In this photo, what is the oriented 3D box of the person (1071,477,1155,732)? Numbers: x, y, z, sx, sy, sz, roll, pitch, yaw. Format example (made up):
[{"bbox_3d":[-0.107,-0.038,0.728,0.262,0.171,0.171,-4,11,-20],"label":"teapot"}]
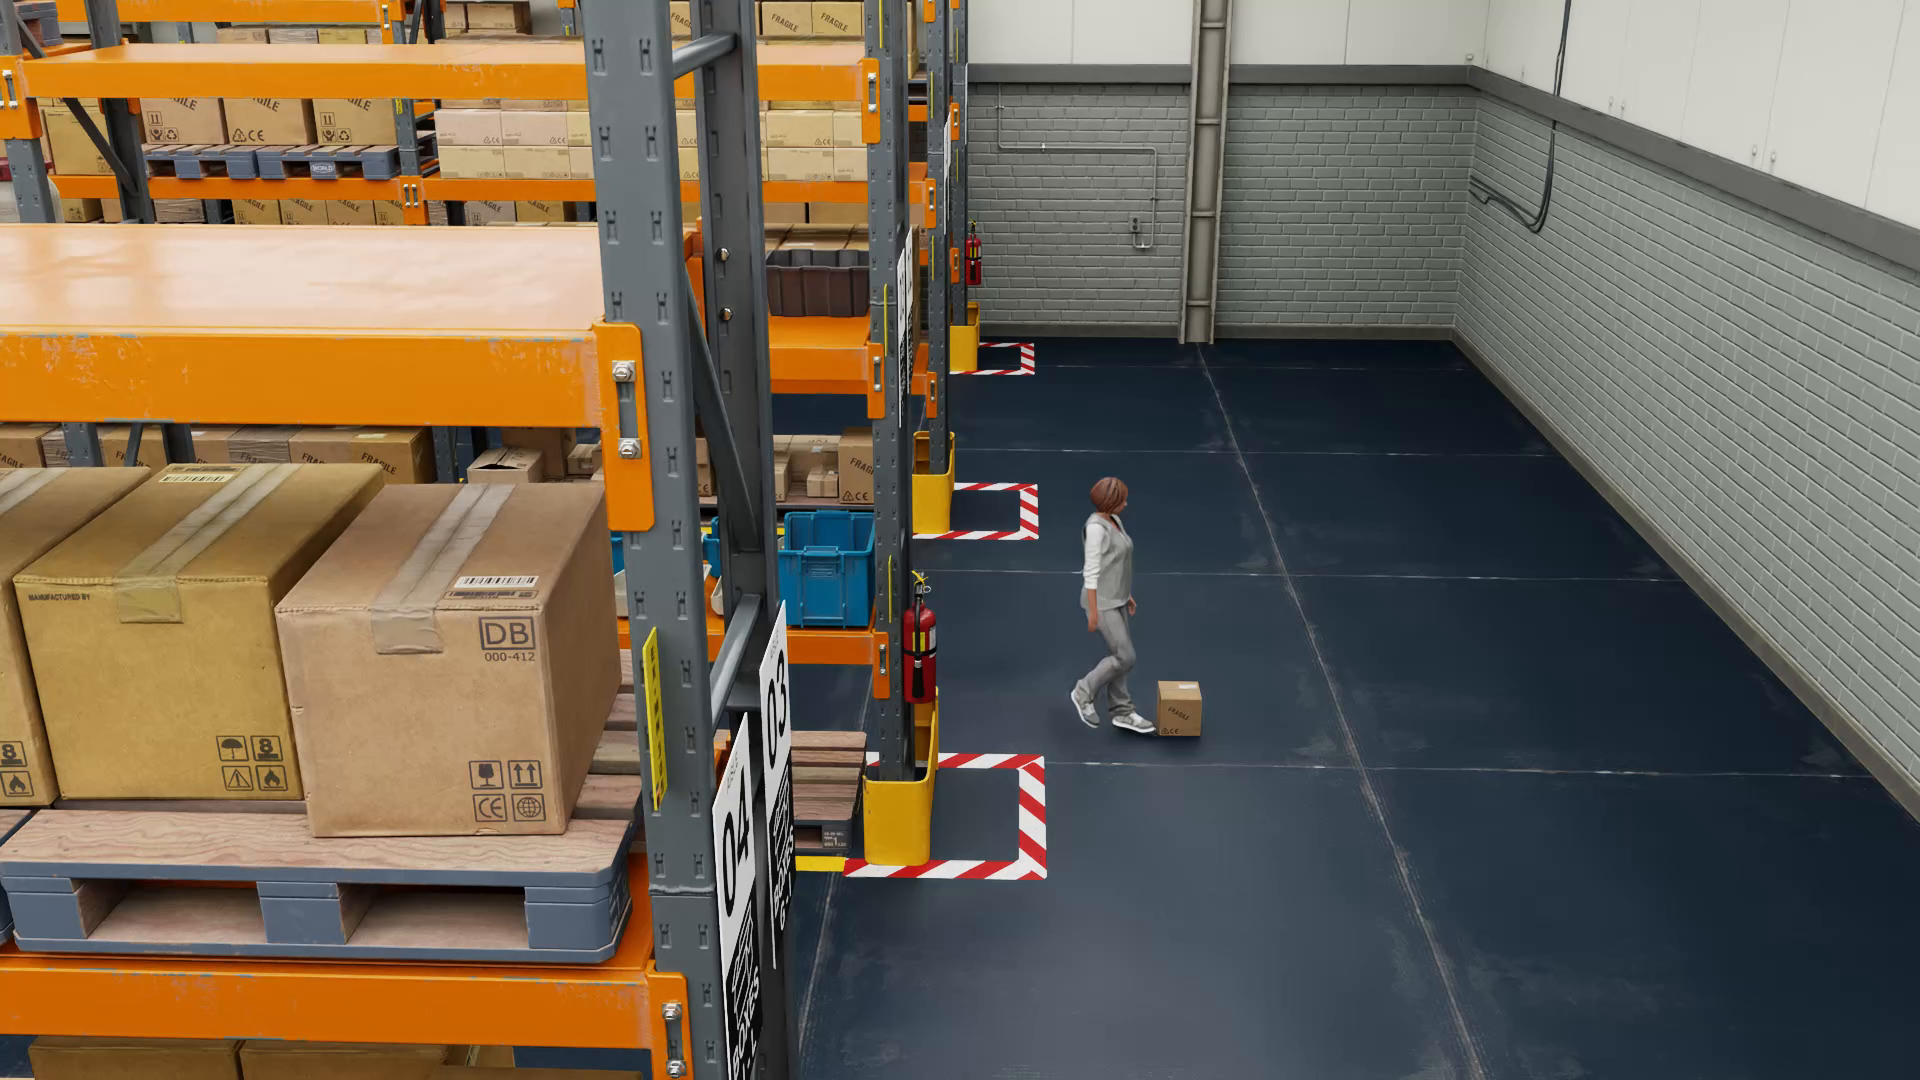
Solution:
[{"bbox_3d":[0.957,0.401,10.019,0.515,1.593,0.469,7,22,18],"label":"person"}]
